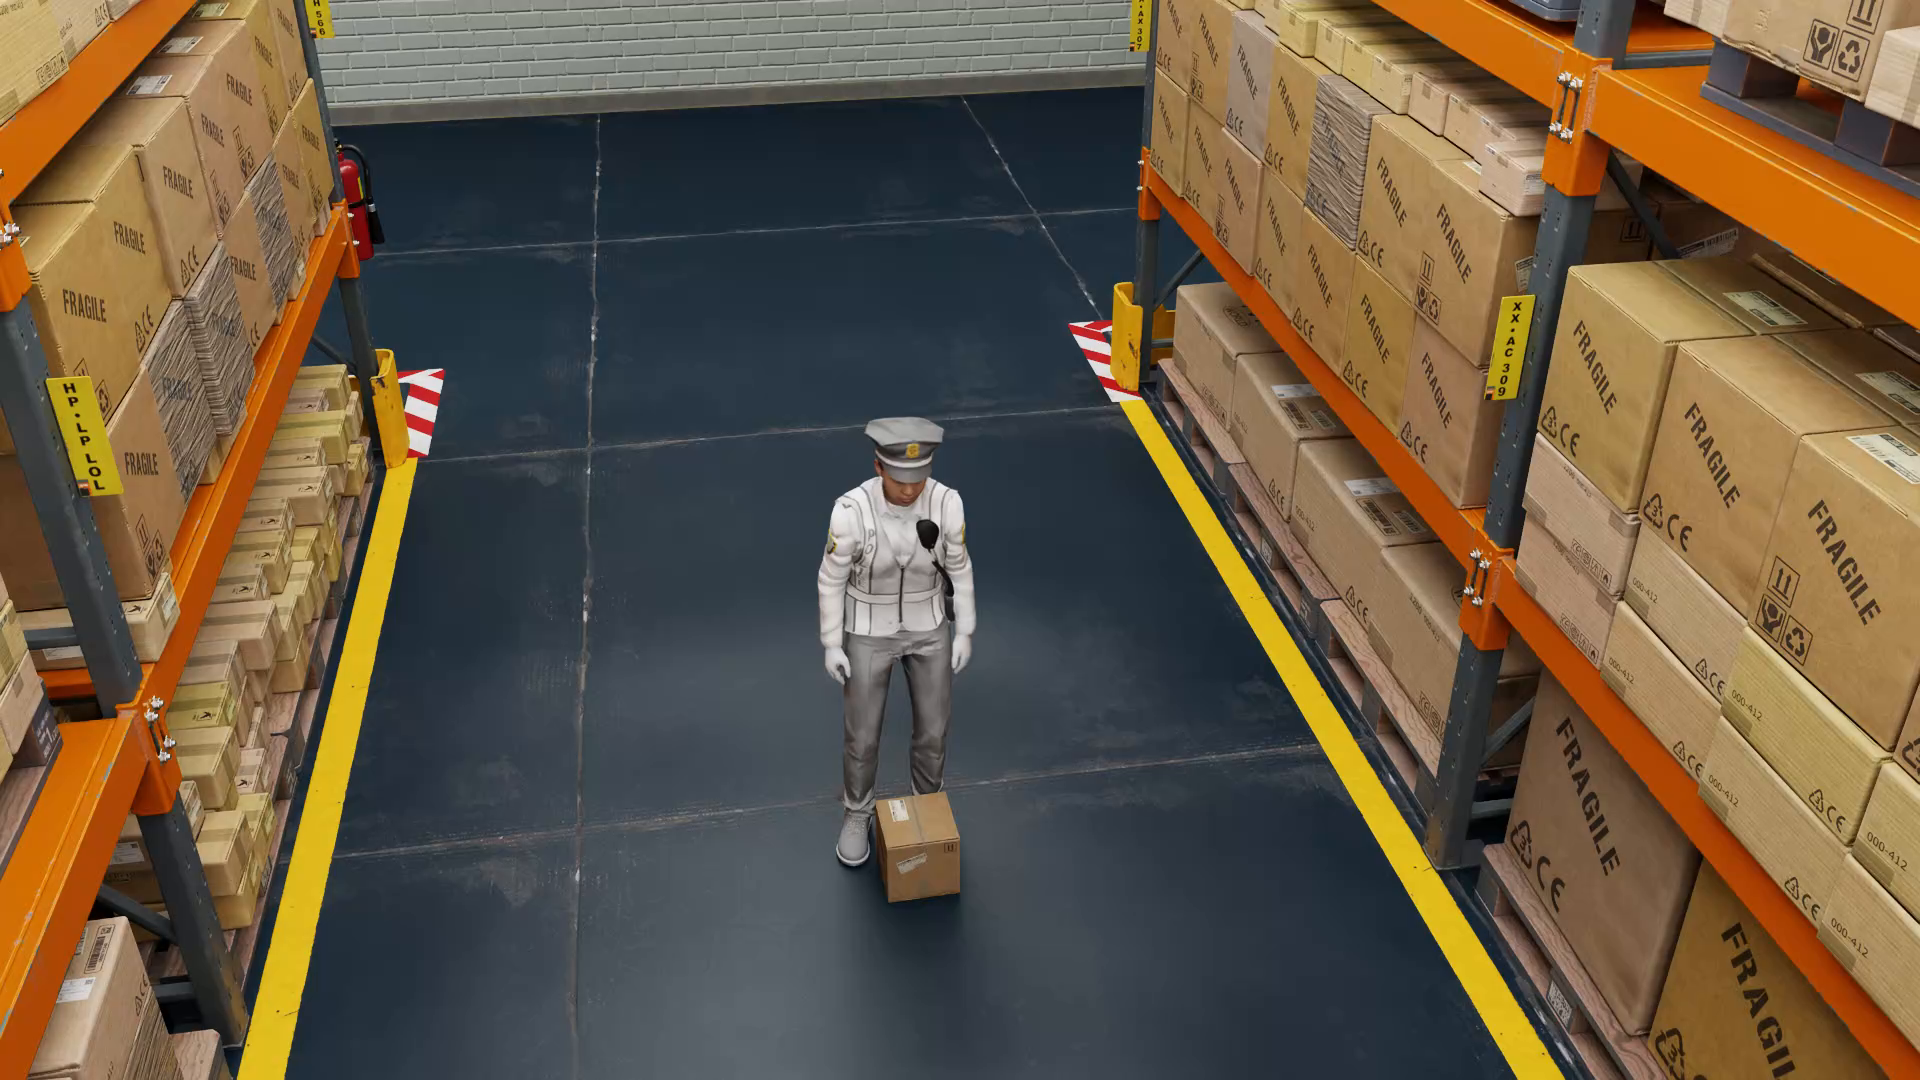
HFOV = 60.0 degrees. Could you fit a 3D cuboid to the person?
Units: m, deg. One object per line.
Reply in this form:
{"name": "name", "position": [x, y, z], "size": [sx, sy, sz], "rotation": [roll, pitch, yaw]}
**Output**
{"name": "person", "position": [-0.205, 0.331, 5.577], "size": [0.526, 1.662, 0.373], "rotation": [-6, 31, -10]}
